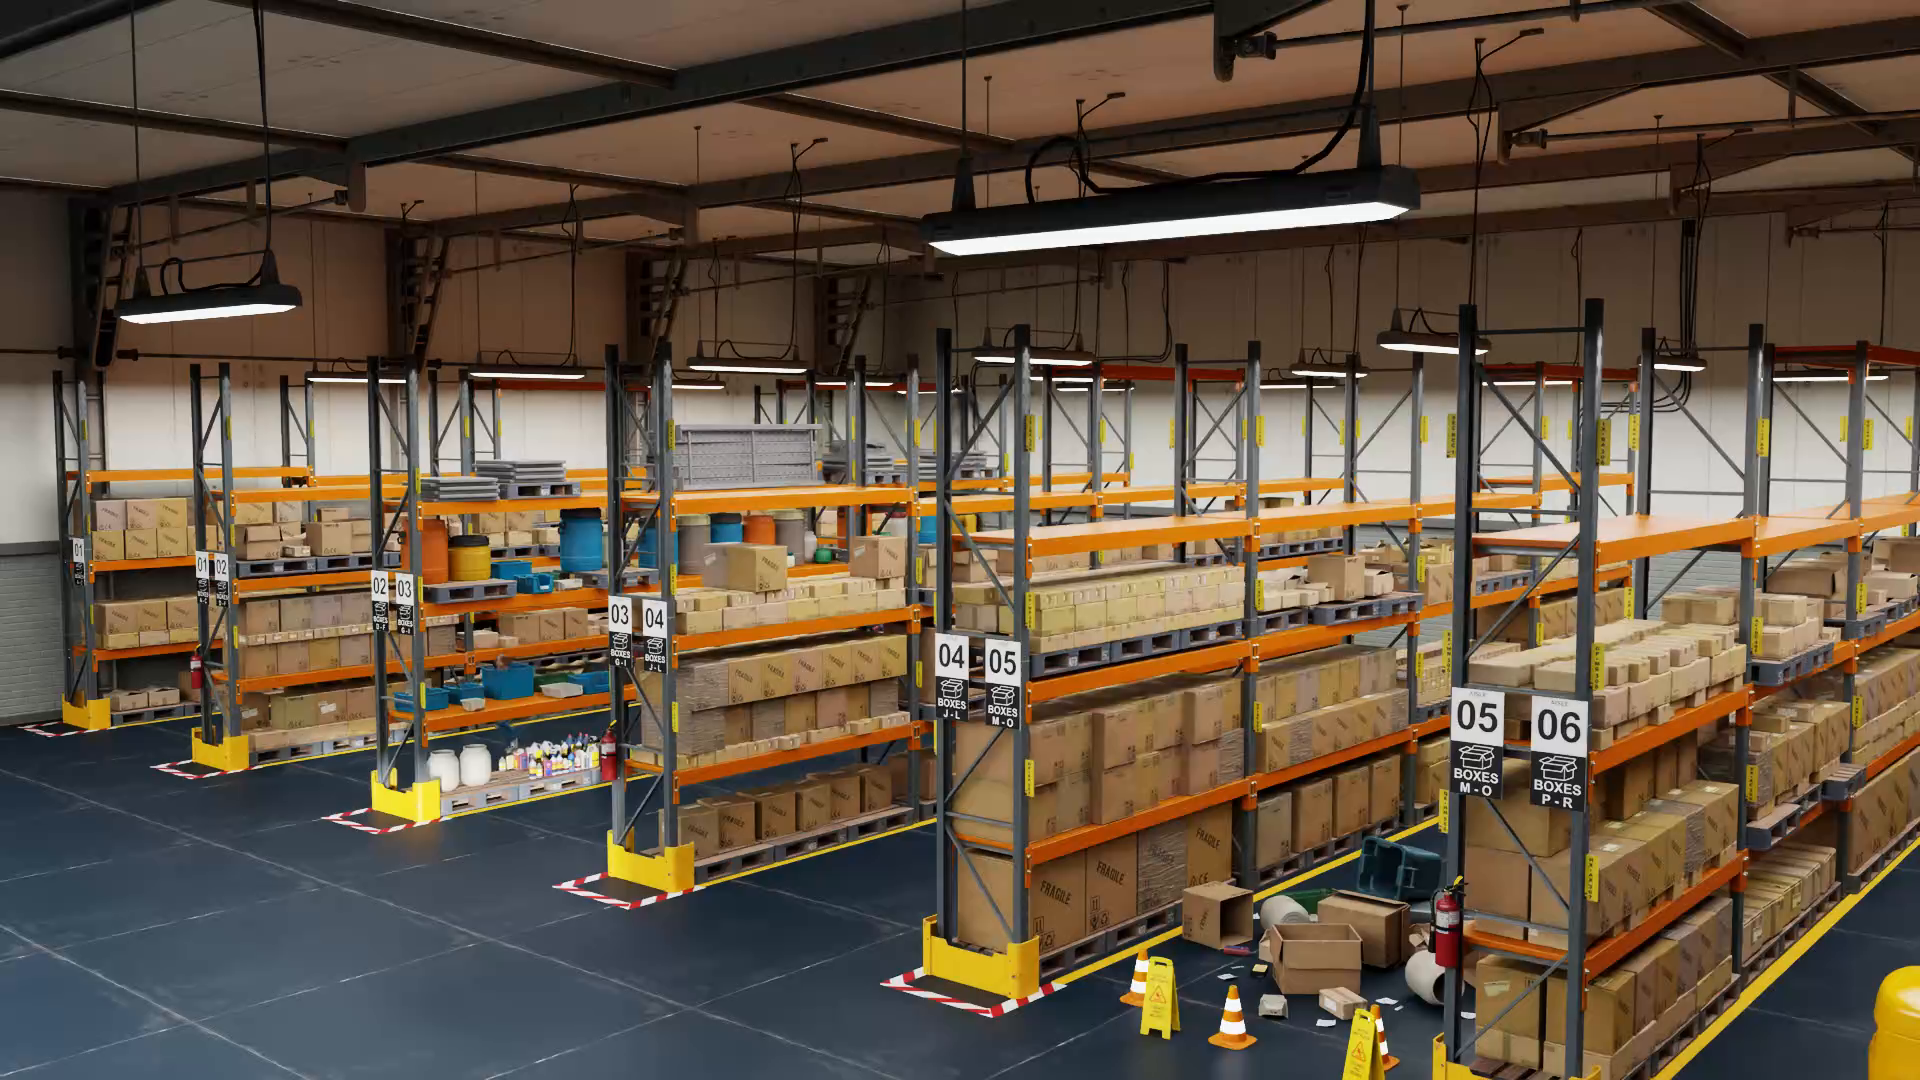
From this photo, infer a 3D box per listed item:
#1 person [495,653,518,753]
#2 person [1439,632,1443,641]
[{"bbox_3d":[-7.052,2.525,25.640,0.533,1.561,0.576,2,4,21],"label":"person"},{"bbox_3d":[7.886,2.353,27.123,0.710,1.739,0.646,3,5,39],"label":"person"}]
